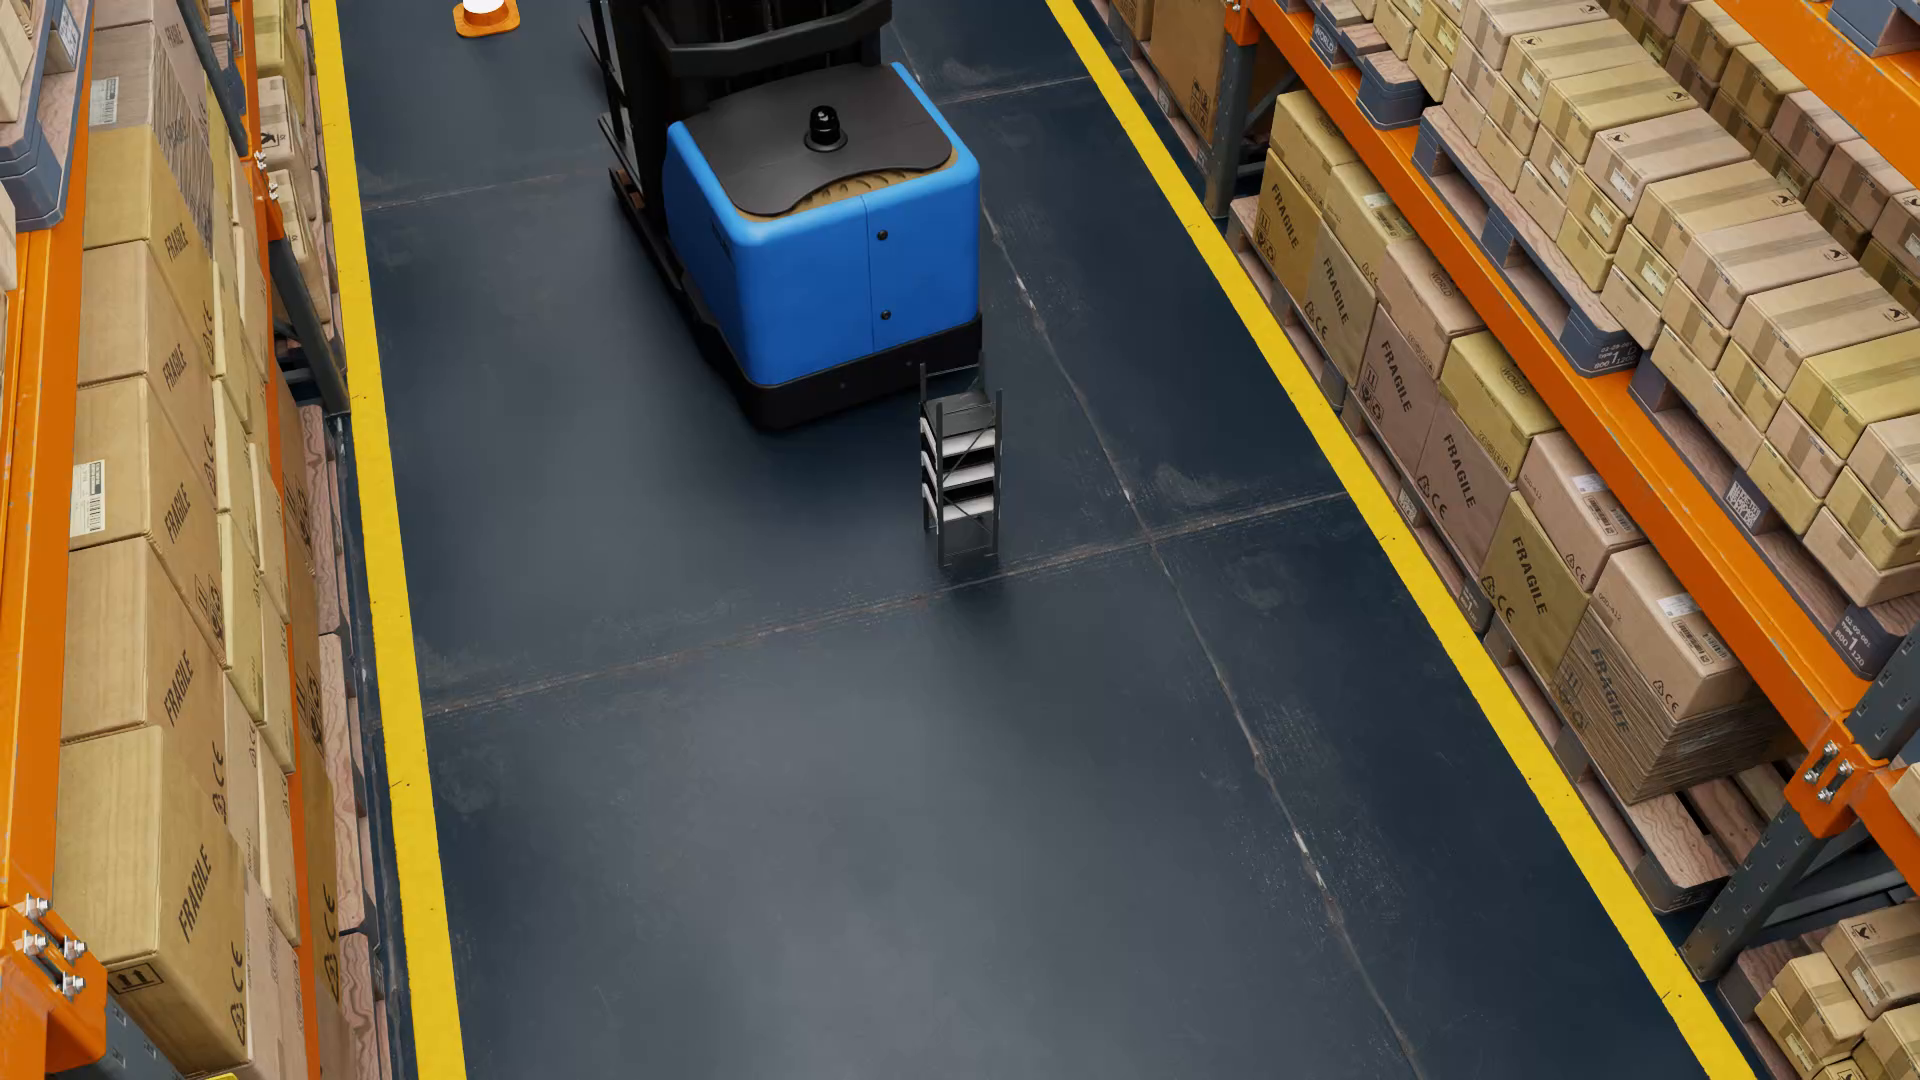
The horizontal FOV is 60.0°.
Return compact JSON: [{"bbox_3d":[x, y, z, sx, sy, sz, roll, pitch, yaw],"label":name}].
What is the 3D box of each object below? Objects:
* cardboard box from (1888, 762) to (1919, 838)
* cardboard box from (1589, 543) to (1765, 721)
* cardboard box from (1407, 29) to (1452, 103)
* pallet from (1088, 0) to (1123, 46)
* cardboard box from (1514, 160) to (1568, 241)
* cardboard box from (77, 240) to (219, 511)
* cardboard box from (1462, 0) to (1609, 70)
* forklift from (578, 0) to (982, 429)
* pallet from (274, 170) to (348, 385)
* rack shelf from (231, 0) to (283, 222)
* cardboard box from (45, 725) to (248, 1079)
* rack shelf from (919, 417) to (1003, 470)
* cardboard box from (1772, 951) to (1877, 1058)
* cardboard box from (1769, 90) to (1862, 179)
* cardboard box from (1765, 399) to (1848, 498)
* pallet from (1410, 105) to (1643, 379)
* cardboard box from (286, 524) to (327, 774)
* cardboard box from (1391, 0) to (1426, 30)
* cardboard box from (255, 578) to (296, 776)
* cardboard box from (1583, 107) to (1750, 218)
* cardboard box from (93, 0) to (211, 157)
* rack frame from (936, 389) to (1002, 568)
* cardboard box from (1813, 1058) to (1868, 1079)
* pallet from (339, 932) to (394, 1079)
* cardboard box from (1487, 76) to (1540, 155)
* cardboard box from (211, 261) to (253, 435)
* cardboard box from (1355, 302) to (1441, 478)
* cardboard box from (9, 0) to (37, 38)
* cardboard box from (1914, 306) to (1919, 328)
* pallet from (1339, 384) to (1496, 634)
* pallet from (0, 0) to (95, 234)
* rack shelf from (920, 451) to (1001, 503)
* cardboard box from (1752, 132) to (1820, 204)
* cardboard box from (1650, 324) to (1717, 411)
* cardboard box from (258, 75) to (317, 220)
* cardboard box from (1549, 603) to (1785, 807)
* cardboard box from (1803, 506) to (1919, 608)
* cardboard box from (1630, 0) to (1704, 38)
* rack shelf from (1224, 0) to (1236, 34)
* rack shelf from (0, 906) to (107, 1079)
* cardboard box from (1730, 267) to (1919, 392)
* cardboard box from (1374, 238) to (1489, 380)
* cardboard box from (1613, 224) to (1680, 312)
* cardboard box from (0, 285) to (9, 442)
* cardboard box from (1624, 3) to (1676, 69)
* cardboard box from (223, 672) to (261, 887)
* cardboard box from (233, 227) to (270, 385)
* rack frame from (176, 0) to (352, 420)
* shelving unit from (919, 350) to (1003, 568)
[{"bbox_3d":[2.601,0.662,4.184,0.380,0.149,0.250,-12,51,-10],"label":"cardboard box"},{"bbox_3d":[2.368,0.242,5.243,0.500,0.250,0.500,-15,51,-12],"label":"cardboard box"},{"bbox_3d":[1.827,-1.713,5.912,0.380,0.149,0.250,-11,51,-9],"label":"cardboard box"},{"bbox_3d":[1.129,-3.204,9.103,1.003,0.211,1.213,-13,51,-11],"label":"pallet"},{"bbox_3d":[2.056,-1.145,5.432,0.380,0.149,0.250,-15,51,-12],"label":"cardboard box"},{"bbox_3d":[-2.206,-0.356,4.158,0.500,0.500,0.500,-14,51,-12],"label":"cardboard box"},{"bbox_3d":[1.909,-1.719,5.528,0.380,0.149,0.250,-11,51,-9],"label":"cardboard box"},{"bbox_3d":[-0.998,-2.542,6.765,1.130,2.935,3.031,-20,53,-16],"label":"forklift"},{"bbox_3d":[-3.281,-1.100,7.329,1.003,0.211,1.213,-13,51,-11],"label":"pallet"},{"bbox_3d":[-3.643,-2.657,7.288,1.077,0.370,4.000,-13,51,-11],"label":"rack shelf"},{"bbox_3d":[-1.724,0.753,3.224,0.500,0.500,0.500,-13,51,-11],"label":"cardboard box"},{"bbox_3d":[0.002,-0.379,6.078,0.258,0.077,0.200,-13,51,-11],"label":"rack shelf"},{"bbox_3d":[2.632,1.325,4.856,0.380,0.149,0.250,-11,51,-9],"label":"cardboard box"},{"bbox_3d":[2.770,-1.281,5.158,0.380,0.149,0.250,-12,51,-10],"label":"cardboard box"},{"bbox_3d":[2.445,-0.288,4.515,0.380,0.149,0.250,-13,51,-11],"label":"cardboard box"},{"bbox_3d":[2.272,-1.122,5.650,1.003,0.211,1.213,-13,51,-11],"label":"pallet"},{"bbox_3d":[-2.667,0.297,5.442,0.875,0.875,0.875,-13,51,-11],"label":"cardboard box"},{"bbox_3d":[1.763,-1.981,5.943,0.380,0.149,0.250,-15,51,-12],"label":"cardboard box"},{"bbox_3d":[-2.037,0.405,4.334,0.500,0.250,0.500,-14,51,-11],"label":"cardboard box"},{"bbox_3d":[2.140,-1.147,5.045,0.380,0.149,0.250,-15,52,-13],"label":"cardboard box"},{"bbox_3d":[-2.649,-1.464,5.092,0.500,0.500,0.500,-15,51,-12],"label":"cardboard box"},{"bbox_3d":[0.032,-0.210,6.128,0.240,0.900,0.006,-13,51,-11],"label":"rack frame"},{"bbox_3d":[2.710,1.617,4.804,0.380,0.149,0.250,-12,51,-10],"label":"cardboard box"},{"bbox_3d":[-2.169,1.846,4.845,1.003,0.211,1.213,-13,51,-11],"label":"pallet"},{"bbox_3d":[1.981,-1.432,5.480,0.380,0.149,0.250,-14,51,-11],"label":"cardboard box"},{"bbox_3d":[-2.340,-0.501,4.772,0.500,0.250,0.500,-15,51,-12],"label":"cardboard box"},{"bbox_3d":[1.921,-0.636,6.474,0.500,0.500,0.500,-14,51,-12],"label":"cardboard box"},{"bbox_3d":[-2.253,-1.341,3.406,0.500,0.500,0.500,-13,51,-11],"label":"cardboard box"},{"bbox_3d":[2.998,-0.619,4.794,0.380,0.149,0.250,-12,51,-10],"label":"cardboard box"},{"bbox_3d":[2.234,-0.262,6.622,1.003,0.211,1.213,-13,51,-11],"label":"pallet"},{"bbox_3d":[-2.477,-1.059,3.633,1.003,0.211,1.213,-11,51,-9],"label":"pallet"},{"bbox_3d":[0.002,-0.263,6.216,0.258,0.077,0.200,-13,51,-11],"label":"rack shelf"},{"bbox_3d":[2.760,-1.199,5.283,0.380,0.149,0.250,-14,51,-12],"label":"cardboard box"},{"bbox_3d":[2.301,-0.554,4.935,0.380,0.149,0.250,-16,52,-13],"label":"cardboard box"},{"bbox_3d":[-3.435,-1.668,7.428,0.950,0.372,0.625,-14,51,-12],"label":"cardboard box"},{"bbox_3d":[2.371,0.487,5.527,0.500,0.500,0.500,-14,51,-12],"label":"cardboard box"},{"bbox_3d":[2.524,0.001,4.467,0.380,0.149,0.250,-14,51,-12],"label":"cardboard box"},{"bbox_3d":[2.528,-1.866,5.651,0.380,0.149,0.250,-13,51,-11],"label":"cardboard box"},{"bbox_3d":[1.056,-3.850,8.294,1.077,0.370,4.000,-13,51,-11],"label":"rack shelf"},{"bbox_3d":[-1.277,2.219,1.215,1.077,0.370,4.000,-13,51,-11],"label":"rack shelf"},{"bbox_3d":[2.370,-0.580,4.567,0.380,0.149,0.250,-15,51,-12],"label":"cardboard box"},{"bbox_3d":[1.904,-0.899,6.206,0.500,0.250,0.500,-13,51,-11],"label":"cardboard box"},{"bbox_3d":[2.213,-0.859,4.997,0.380,0.149,0.250,-16,52,-13],"label":"cardboard box"},{"bbox_3d":[-1.852,-0.350,2.571,0.500,0.500,0.500,-14,51,-12],"label":"cardboard box"},{"bbox_3d":[2.534,-1.762,5.758,0.380,0.149,0.250,-14,51,-11],"label":"cardboard box"},{"bbox_3d":[-1.910,0.621,3.825,0.500,0.250,0.500,-13,51,-10],"label":"cardboard box"},{"bbox_3d":[-2.488,-0.699,5.265,0.500,0.250,0.500,-12,51,-10],"label":"cardboard box"},{"bbox_3d":[-3.052,-1.428,5.781,1.000,3.000,0.127,-13,51,-11],"label":"rack frame"},{"bbox_3d":[0.002,-0.284,6.191,0.258,0.900,0.210,-13,51,-11],"label":"shelving unit"}]
